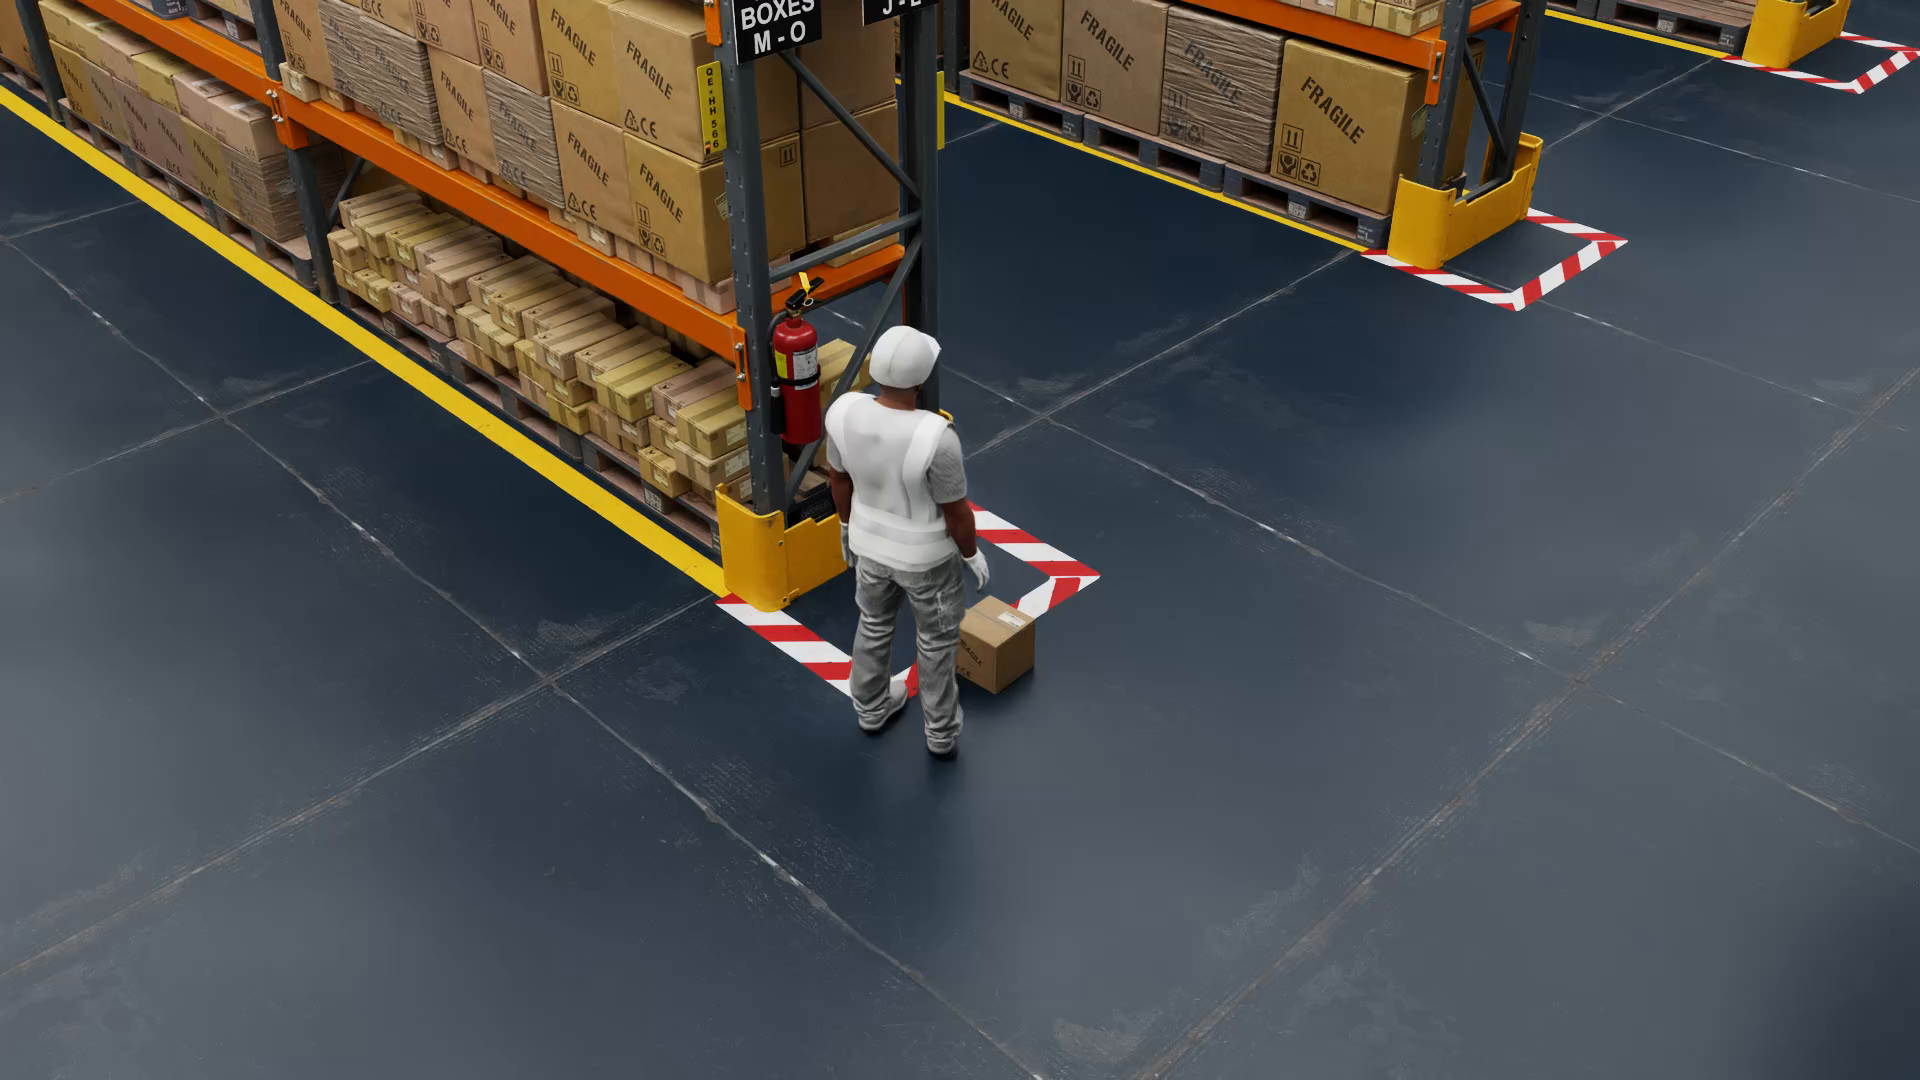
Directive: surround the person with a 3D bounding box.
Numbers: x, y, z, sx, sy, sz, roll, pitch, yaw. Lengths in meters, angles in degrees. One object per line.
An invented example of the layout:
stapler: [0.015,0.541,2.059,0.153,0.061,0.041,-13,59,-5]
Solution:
person: [-0.180,0.013,6.070,0.589,1.796,0.388,20,40,26]
